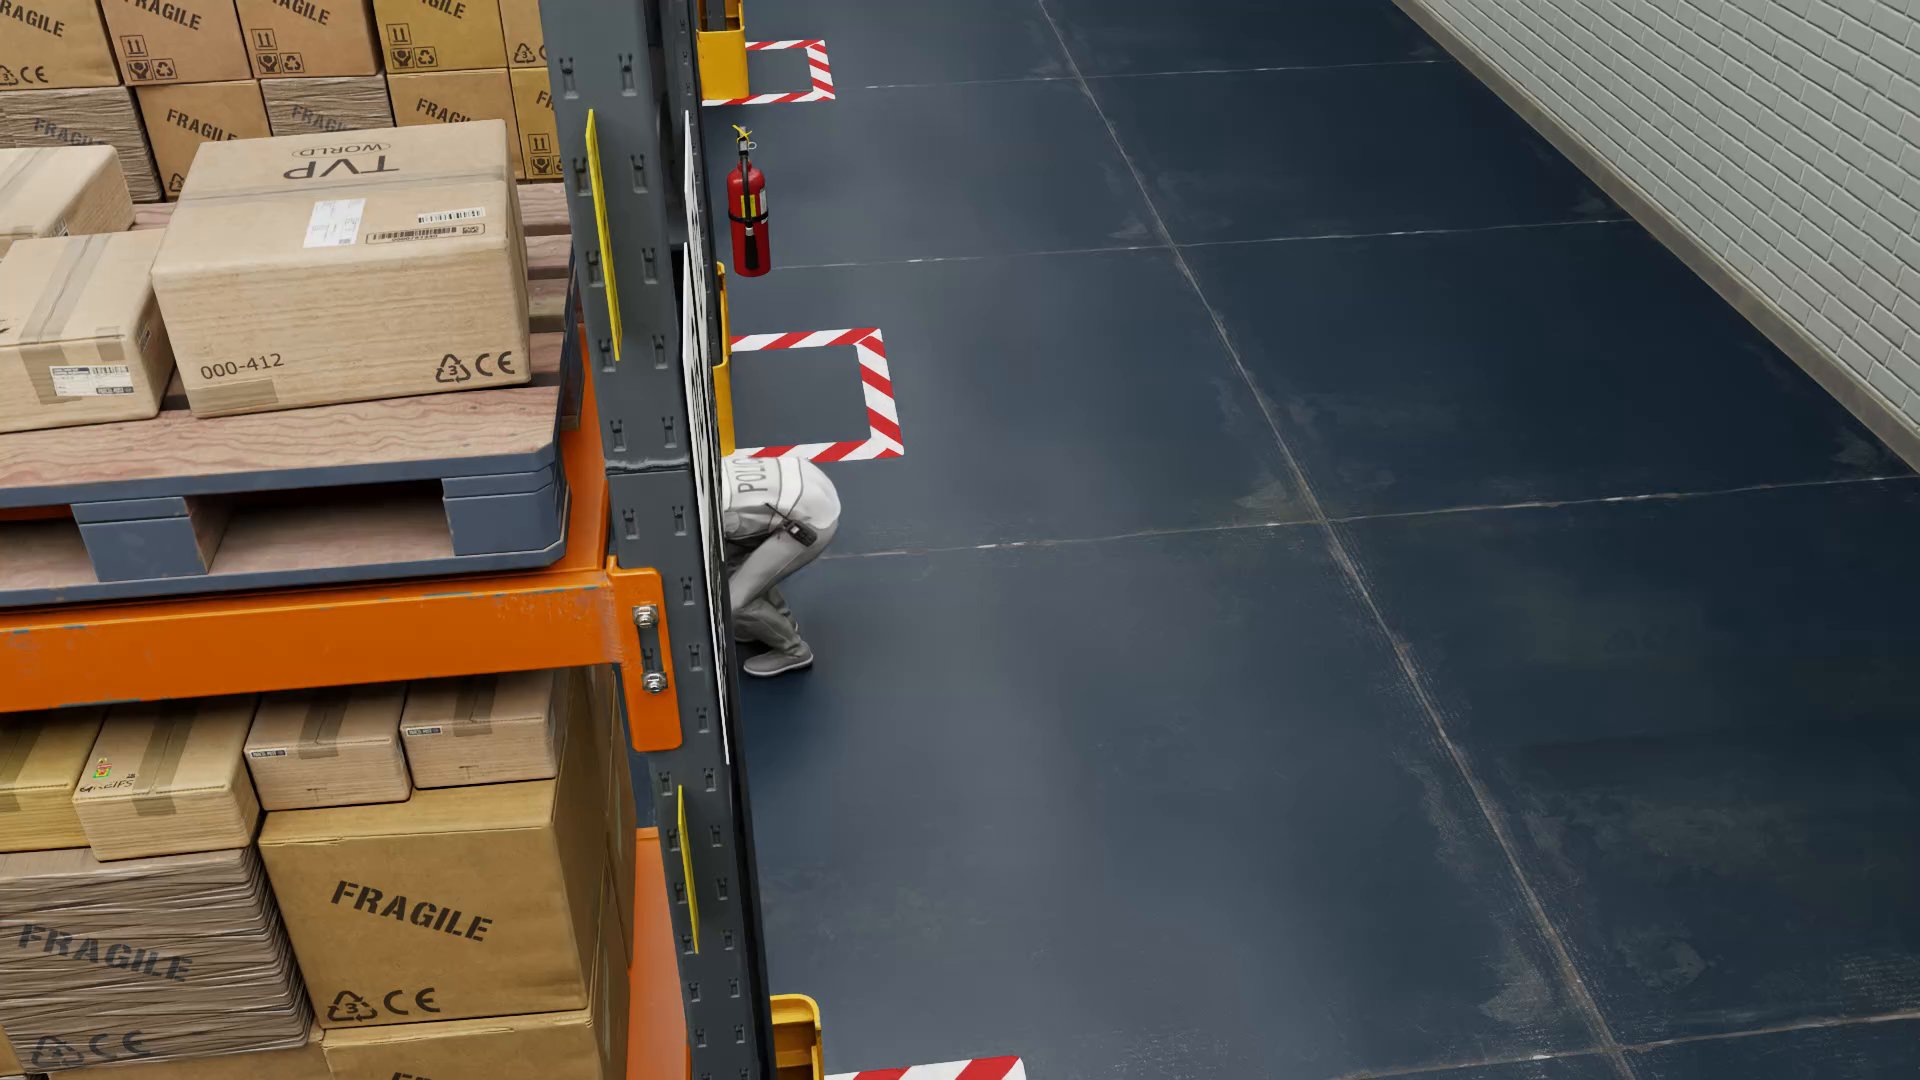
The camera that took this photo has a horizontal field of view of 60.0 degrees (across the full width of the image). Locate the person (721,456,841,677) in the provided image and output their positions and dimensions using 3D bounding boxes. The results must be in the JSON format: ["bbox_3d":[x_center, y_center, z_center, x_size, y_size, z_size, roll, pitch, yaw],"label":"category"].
[{"bbox_3d":[-0.927,0.071,6.634,0.917,0.990,0.460,-6,35,-8],"label":"person"}]
